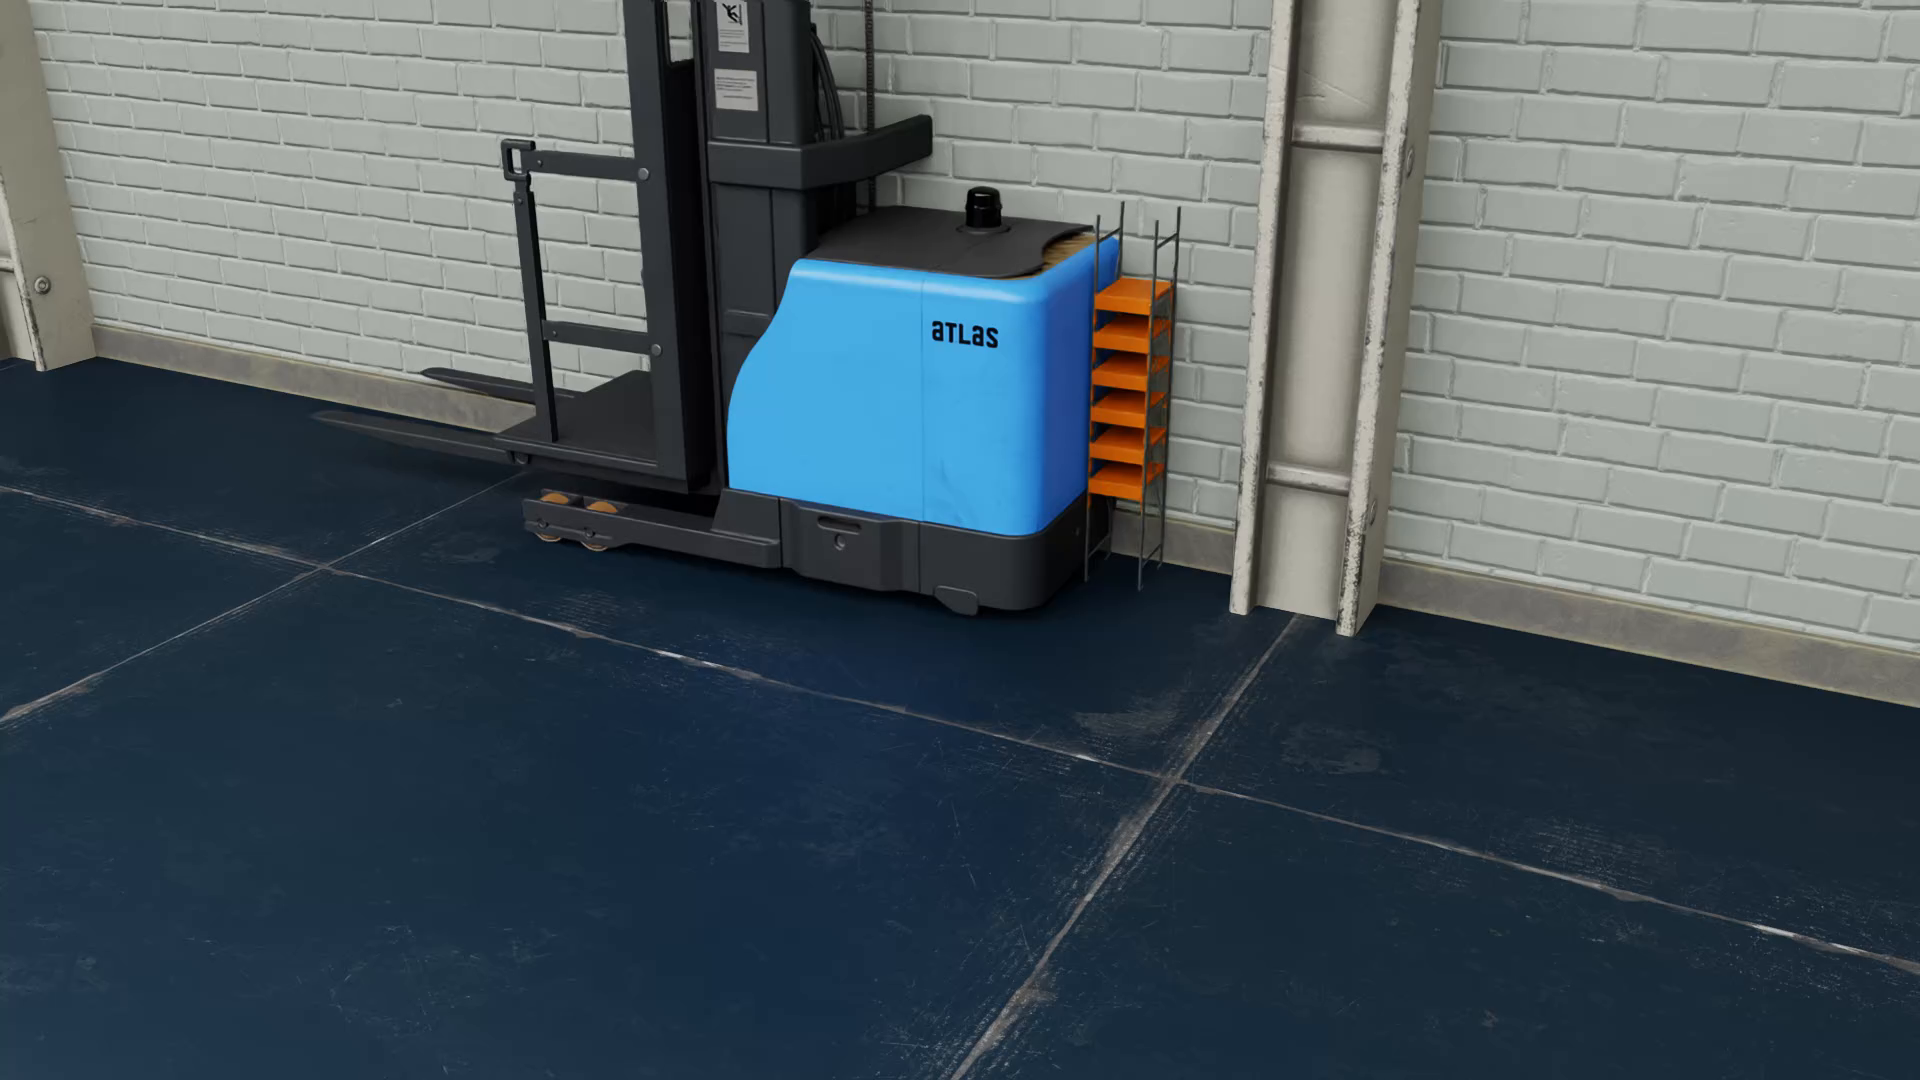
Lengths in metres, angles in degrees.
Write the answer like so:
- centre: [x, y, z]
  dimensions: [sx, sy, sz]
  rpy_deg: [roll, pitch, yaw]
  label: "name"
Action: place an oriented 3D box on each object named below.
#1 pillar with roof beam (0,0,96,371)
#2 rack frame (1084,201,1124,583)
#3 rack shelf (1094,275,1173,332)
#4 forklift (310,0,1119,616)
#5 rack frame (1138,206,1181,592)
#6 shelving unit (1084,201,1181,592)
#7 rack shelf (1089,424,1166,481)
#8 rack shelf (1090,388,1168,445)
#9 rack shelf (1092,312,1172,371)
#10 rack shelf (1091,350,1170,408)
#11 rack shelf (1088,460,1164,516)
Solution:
- centre: [-6.207, -3.491, 2.459]
  dimensions: [0.400, 9.000, 9.100]
  rpy_deg: [11, 25, 25]
  label: "pillar with roof beam"
- centre: [0.457, -0.456, 5.290]
  dimensions: [0.006, 1.200, 0.240]
  rpy_deg: [10, 25, 22]
  label: "rack frame"
- centre: [0.541, -0.732, 5.132]
  dimensions: [0.180, 0.103, 0.258]
  rpy_deg: [10, 25, 22]
  label: "rack shelf"
- centre: [-0.943, -1.486, 5.498]
  dimensions: [3.031, 2.935, 1.130]
  rpy_deg: [10, 25, 22]
  label: "forklift"
- centre: [0.624, -0.427, 5.221]
  dimensions: [0.006, 1.200, 0.240]
  rpy_deg: [10, 25, 22]
  label: "rack frame"
- centre: [0.541, -0.442, 5.255]
  dimensions: [0.189, 1.200, 0.258]
  rpy_deg: [10, 25, 22]
  label: "shelving unit"
- centre: [0.541, -0.290, 5.320]
  dimensions: [0.180, 0.103, 0.258]
  rpy_deg: [10, 25, 22]
  label: "rack shelf"
- centre: [0.541, -0.401, 5.273]
  dimensions: [0.180, 0.103, 0.258]
  rpy_deg: [10, 25, 22]
  label: "rack shelf"
- centre: [0.541, -0.622, 5.179]
  dimensions: [0.180, 0.103, 0.258]
  rpy_deg: [10, 25, 22]
  label: "rack shelf"
- centre: [0.541, -0.511, 5.226]
  dimensions: [0.180, 0.103, 0.258]
  rpy_deg: [10, 25, 22]
  label: "rack shelf"
- centre: [0.541, -0.180, 5.367]
  dimensions: [0.180, 0.103, 0.258]
  rpy_deg: [10, 25, 22]
  label: "rack shelf"
